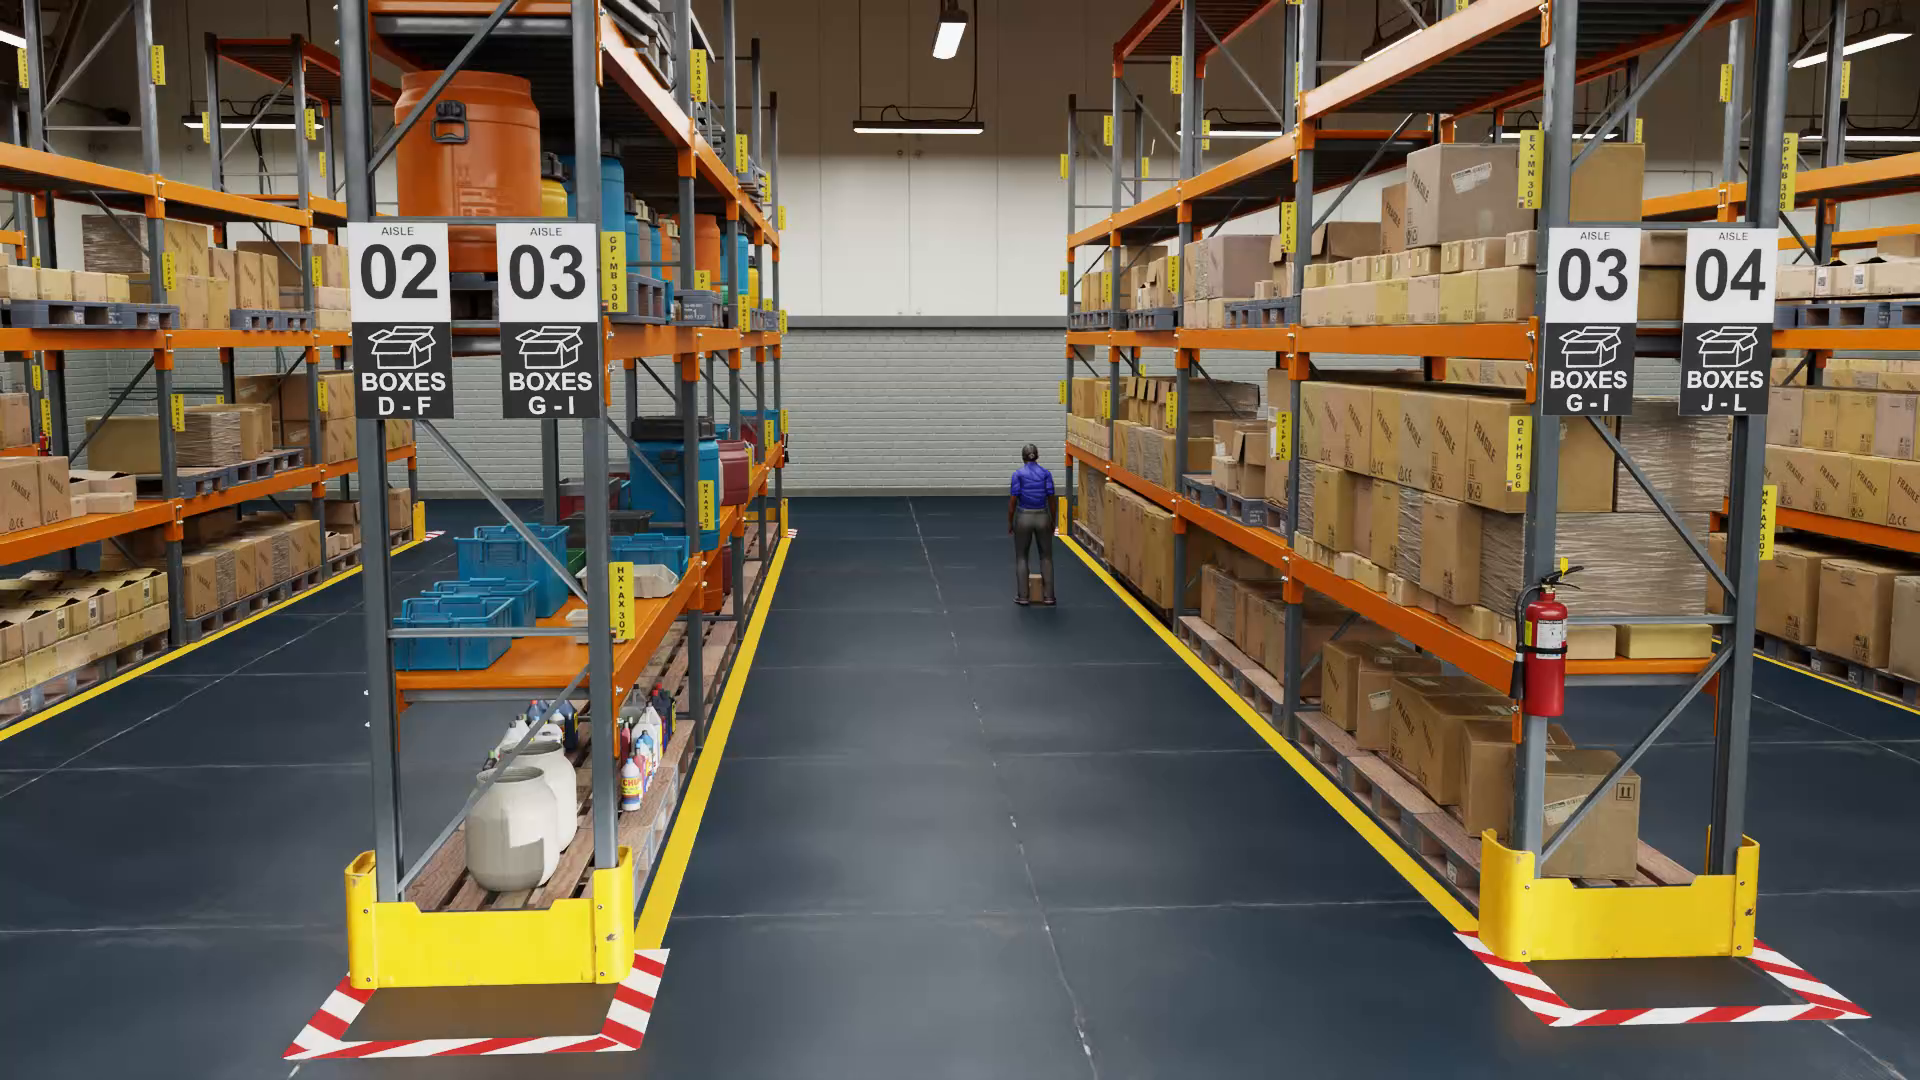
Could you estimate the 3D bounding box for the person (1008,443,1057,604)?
[{"bbox_3d":[0.756,-0.166,17.127,0.525,1.655,0.349,-1,7,-6],"label":"person"}]
